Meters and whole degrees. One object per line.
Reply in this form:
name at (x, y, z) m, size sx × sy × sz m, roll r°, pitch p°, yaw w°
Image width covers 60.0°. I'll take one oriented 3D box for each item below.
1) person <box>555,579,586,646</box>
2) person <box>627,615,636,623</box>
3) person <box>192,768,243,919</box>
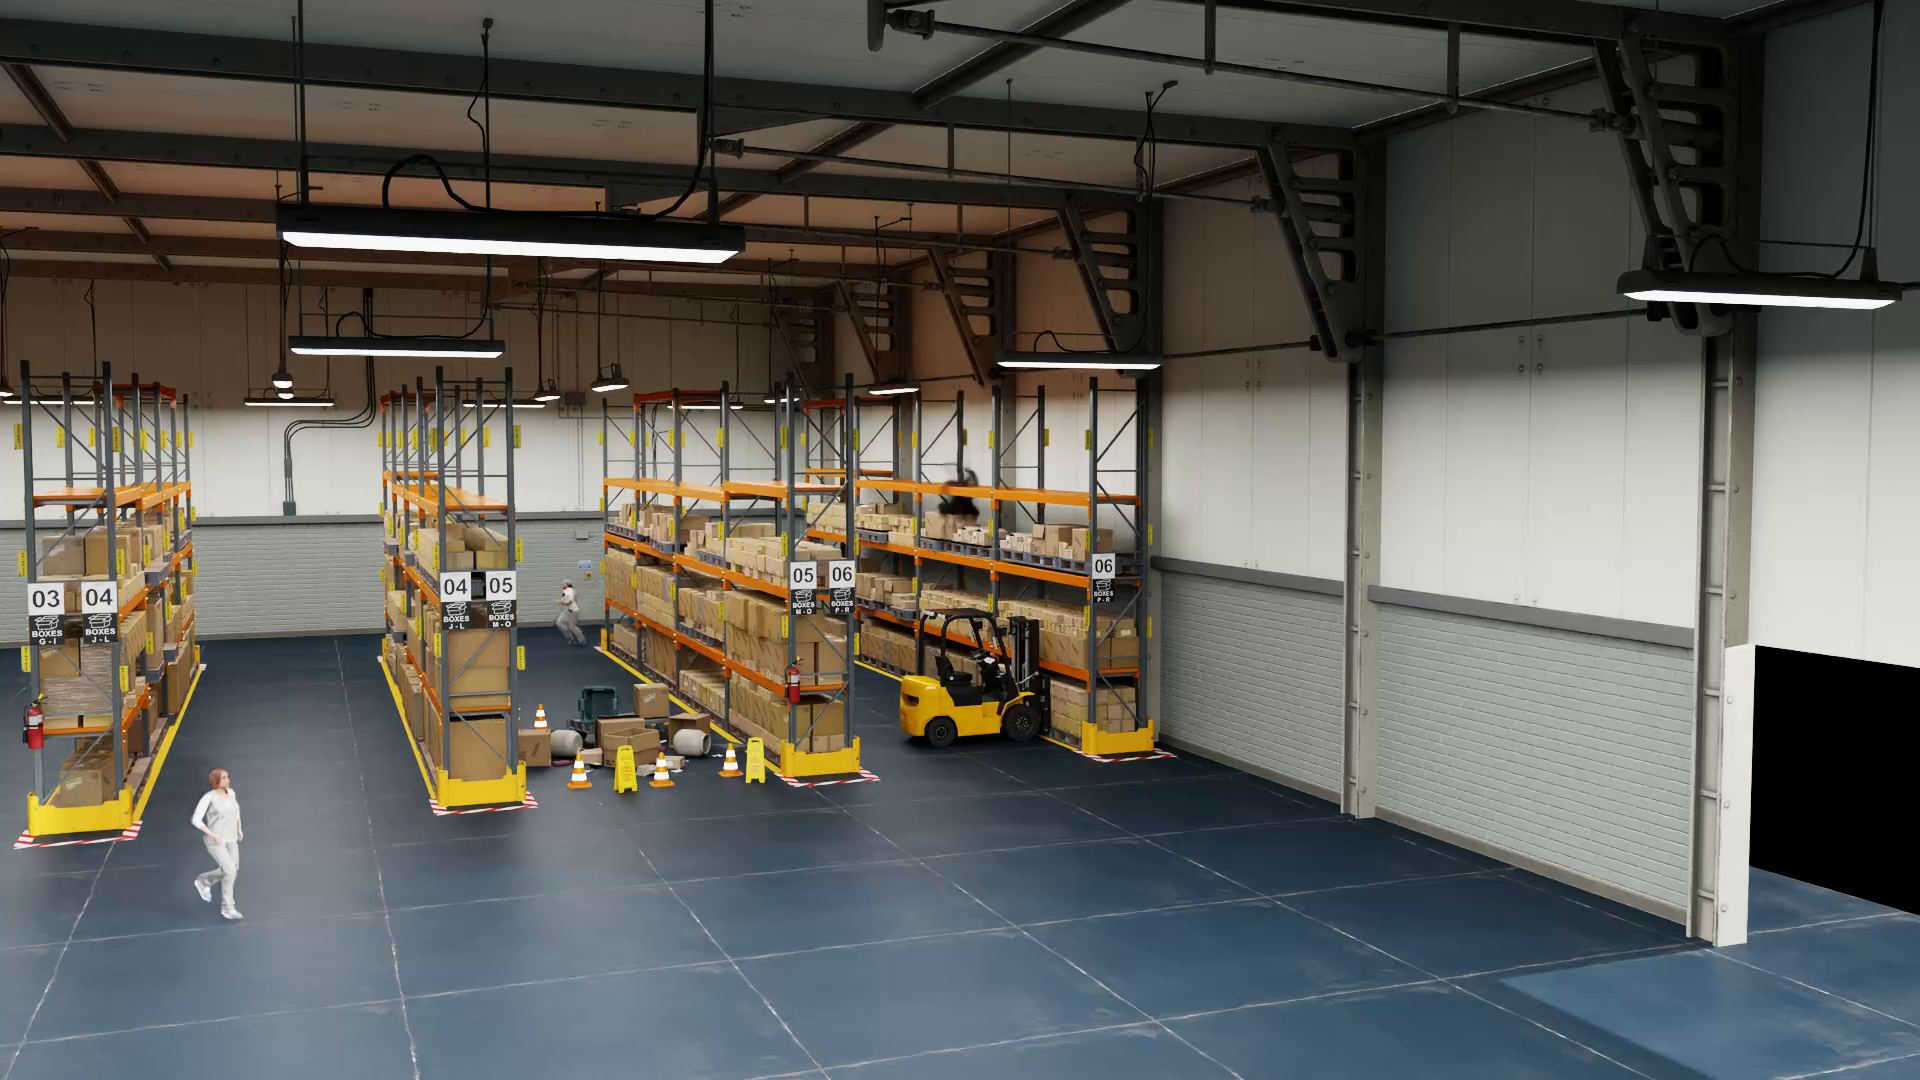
person at (-9.443, 1.763, 40.299) m, size 0.715 × 1.658 × 0.588 m, roll -1°, pitch 4°, yaw -21°
person at (-7.939, 1.705, 40.801) m, size 0.642 × 1.716 × 0.737 m, roll 0°, pitch 3°, yaw 3°
person at (-7.814, 3.180, 17.485) m, size 0.620 × 1.585 × 0.556 m, roll 1°, pitch 4°, yaw 20°
